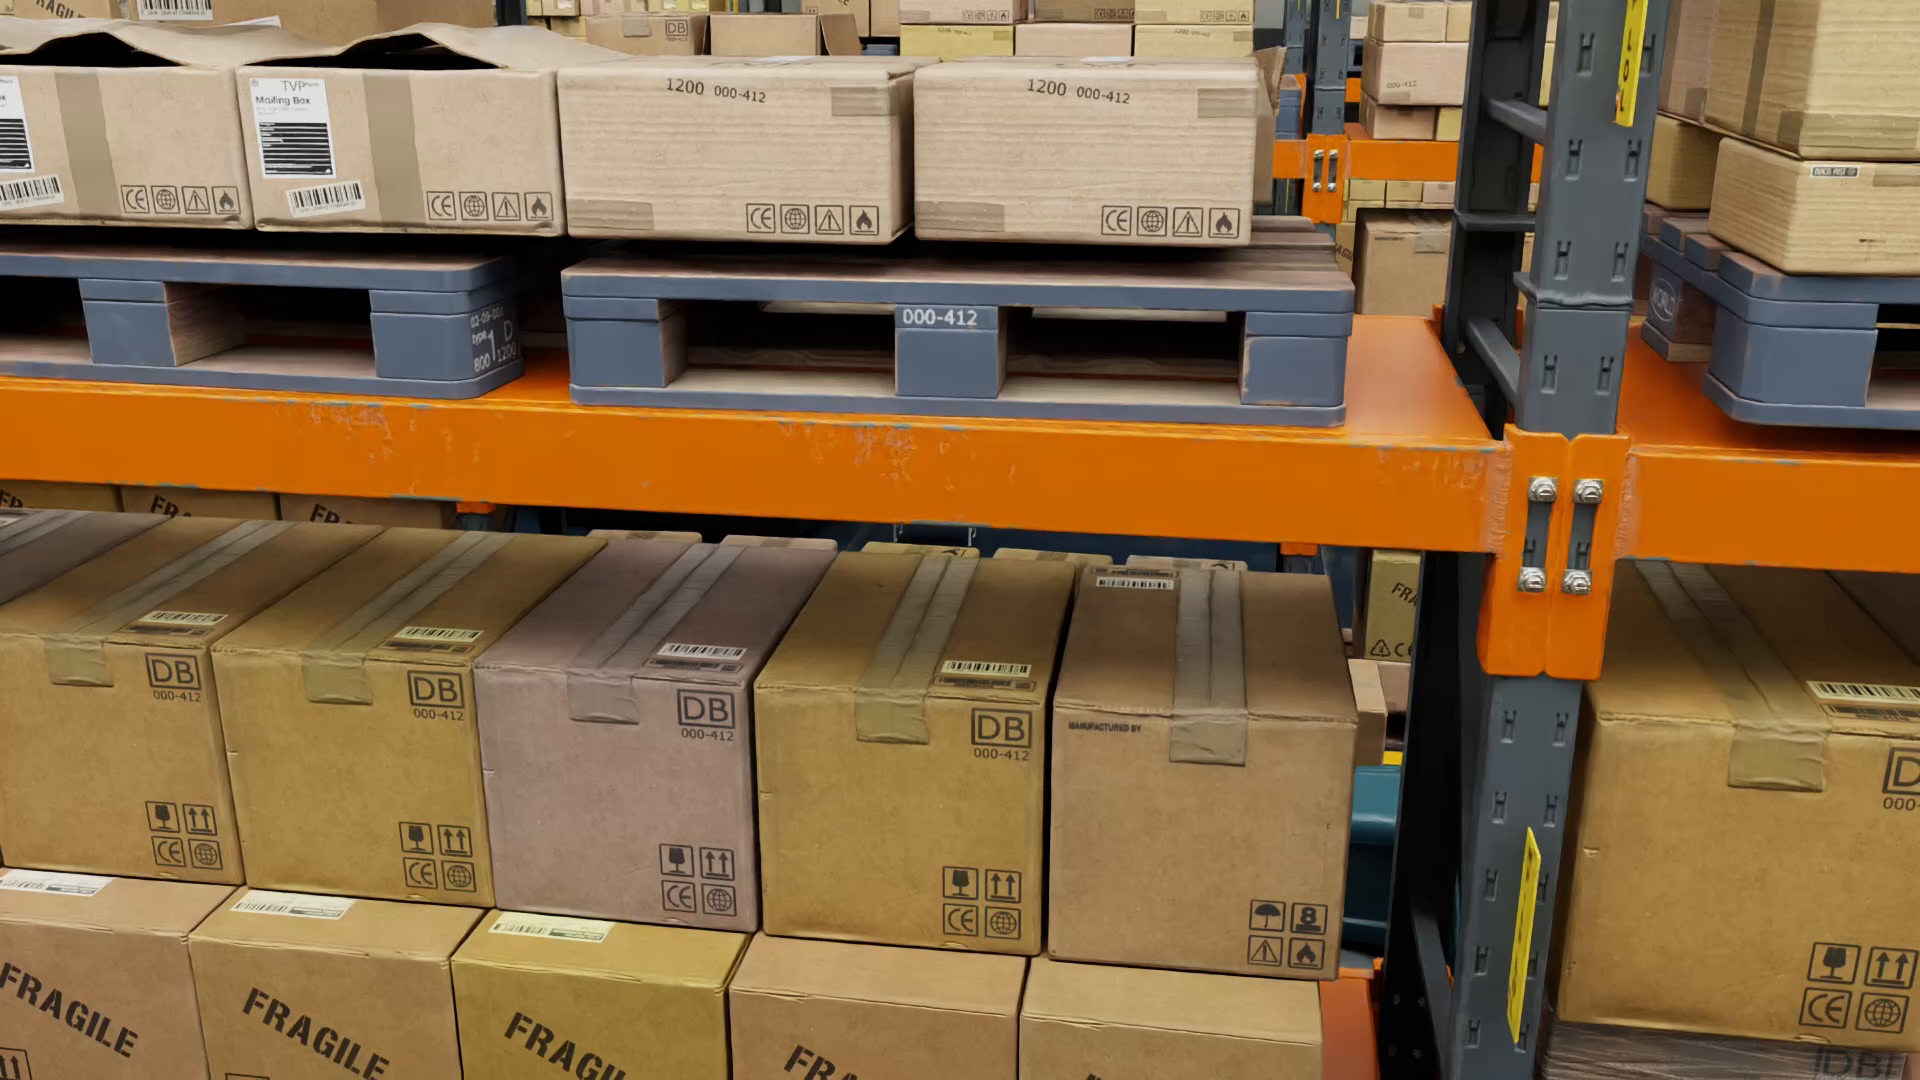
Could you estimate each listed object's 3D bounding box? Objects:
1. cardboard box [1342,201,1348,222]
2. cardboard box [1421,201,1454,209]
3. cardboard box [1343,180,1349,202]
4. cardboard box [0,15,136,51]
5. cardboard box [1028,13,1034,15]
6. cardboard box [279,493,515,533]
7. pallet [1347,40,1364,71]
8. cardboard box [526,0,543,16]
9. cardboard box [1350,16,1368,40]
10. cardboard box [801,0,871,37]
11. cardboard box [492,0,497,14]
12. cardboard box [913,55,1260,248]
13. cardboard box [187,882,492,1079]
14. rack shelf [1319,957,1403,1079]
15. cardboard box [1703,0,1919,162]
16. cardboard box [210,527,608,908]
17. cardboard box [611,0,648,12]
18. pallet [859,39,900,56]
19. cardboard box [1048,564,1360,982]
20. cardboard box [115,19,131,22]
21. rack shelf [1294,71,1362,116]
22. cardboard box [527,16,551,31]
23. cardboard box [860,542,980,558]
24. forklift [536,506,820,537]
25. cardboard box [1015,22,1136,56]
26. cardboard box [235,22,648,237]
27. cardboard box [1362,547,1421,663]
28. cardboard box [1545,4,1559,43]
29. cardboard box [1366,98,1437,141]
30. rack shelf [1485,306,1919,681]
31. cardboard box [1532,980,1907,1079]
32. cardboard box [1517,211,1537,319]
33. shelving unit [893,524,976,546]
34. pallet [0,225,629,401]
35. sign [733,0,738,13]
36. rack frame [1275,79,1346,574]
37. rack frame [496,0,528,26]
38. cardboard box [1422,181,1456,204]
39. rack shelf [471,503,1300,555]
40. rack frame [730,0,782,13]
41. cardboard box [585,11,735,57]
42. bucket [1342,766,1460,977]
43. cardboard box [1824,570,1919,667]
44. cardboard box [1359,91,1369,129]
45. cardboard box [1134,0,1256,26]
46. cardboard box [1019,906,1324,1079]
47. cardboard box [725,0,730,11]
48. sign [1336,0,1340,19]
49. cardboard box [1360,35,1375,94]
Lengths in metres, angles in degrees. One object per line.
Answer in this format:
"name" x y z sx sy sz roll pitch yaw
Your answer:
"cardboard box" 2.684 -2.419 12.125 0.250 0.149 0.380 3 19 8
"cardboard box" 3.433 -2.366 11.968 0.250 0.149 0.380 3 19 10
"cardboard box" 2.679 -2.549 12.046 0.250 0.149 0.380 3 19 10
"cardboard box" -1.928 -0.921 3.421 0.500 0.311 0.500 3 19 9
"cardboard box" 0.576 -3.839 12.370 0.250 0.166 0.380 3 19 9
"cardboard box" -2.991 -0.061 8.944 0.875 0.875 0.875 3 19 8
"pallet" 3.257 -3.508 11.972 1.213 0.211 1.003 3 19 9
"cardboard box" -3.206 -4.035 12.547 0.250 0.149 0.380 3 19 9
"cardboard box" 2.806 -3.594 11.668 0.250 0.149 0.380 3 19 10
"cardboard box" -0.862 -3.967 12.228 0.500 0.500 0.500 3 19 9
"cardboard box" -3.647 -4.208 13.033 0.250 0.149 0.380 3 19 10
"cardboard box" 0.219 -0.635 2.662 0.500 0.250 0.500 3 19 9
"cardboard box" -1.115 0.883 3.278 0.500 0.500 0.500 3 19 8
"rack shelf" -1.033 1.189 3.655 4.000 0.370 1.077 3 19 9
"cardboard box" 1.380 -0.678 2.322 0.500 0.250 0.500 3 19 9
"cardboard box" -1.055 0.327 3.364 0.500 0.500 0.700 3 19 8
"cardboard box" -2.438 -4.014 12.483 0.250 0.149 0.380 2 19 7
"pallet" -0.854 -3.690 12.675 1.003 0.211 1.213 4 19 11
"cardboard box" 0.451 0.404 3.135 0.500 0.500 0.700 3 19 8
"cardboard box" -3.737 -2.326 7.850 0.258 0.266 0.396 2 19 7
"rack shelf" 4.386 -3.143 11.876 4.000 0.370 1.077 3 19 9
"cardboard box" -3.193 -3.919 12.670 0.250 0.149 0.380 3 19 10
"cardboard box" -0.288 0.345 8.525 0.625 0.372 0.950 4 19 10
"forklift" -2.316 -1.639 11.082 3.031 2.935 1.130 6 19 18
"cardboard box" 0.529 -2.169 7.404 0.500 0.250 0.500 3 19 9
"cardboard box" -0.824 -0.697 2.753 0.500 0.311 0.500 2 19 7
"cardboard box" 2.167 0.256 7.799 0.500 0.500 0.500 4 19 11
"cardboard box" 2.407 -2.150 6.914 0.250 0.149 0.380 2 19 7
"cardboard box" 1.899 -1.817 7.175 0.250 0.149 0.380 3 19 8
"rack shelf" 2.917 -0.032 2.577 4.000 0.370 1.077 3 19 9
"cardboard box" 1.308 0.893 3.172 0.550 0.550 0.875 3 19 9
"cardboard box" 2.528 -1.147 7.302 0.500 0.500 0.700 3 19 9
"shelving unit" -0.163 -0.577 10.638 0.503 1.200 0.258 3 19 9
"pallet" -1.259 -0.514 3.183 1.213 0.211 1.003 4 19 11
"sign" -1.627 -3.861 12.074 0.005 0.325 0.100 3 19 9
"rack frame" 1.627 -0.607 7.890 0.127 3.000 1.000 3 19 9
"rack frame" -2.322 -3.653 7.540 0.127 3.000 1.000 3 19 9
"cardboard box" 3.442 -2.509 11.927 0.250 0.149 0.380 3 19 10
"rack shelf" -0.347 -0.367 8.305 4.000 0.370 1.077 3 19 9
"rack frame" -1.538 -5.209 12.188 0.127 3.000 1.000 3 19 9
"cardboard box" -1.388 -2.227 7.848 0.500 0.500 0.700 3 19 9
"bucket" 1.442 1.065 5.656 0.620 0.611 0.726 -1 16 31
"cardboard box" 1.862 0.386 2.983 0.550 0.550 0.875 3 19 9
"cardboard box" 1.988 -1.990 7.692 0.250 0.149 0.380 3 19 9
"cardboard box" 1.035 -2.384 7.260 0.500 0.250 0.500 3 19 10
"cardboard box" 0.384 0.959 3.052 0.500 0.500 0.500 3 19 8
"cardboard box" -1.858 -4.150 12.892 0.250 0.149 0.380 2 19 7
"sign" 1.543 -2.287 6.749 0.005 0.325 0.100 3 19 9
"cardboard box" 2.108 -2.162 7.576 0.500 0.250 0.500 3 19 8
